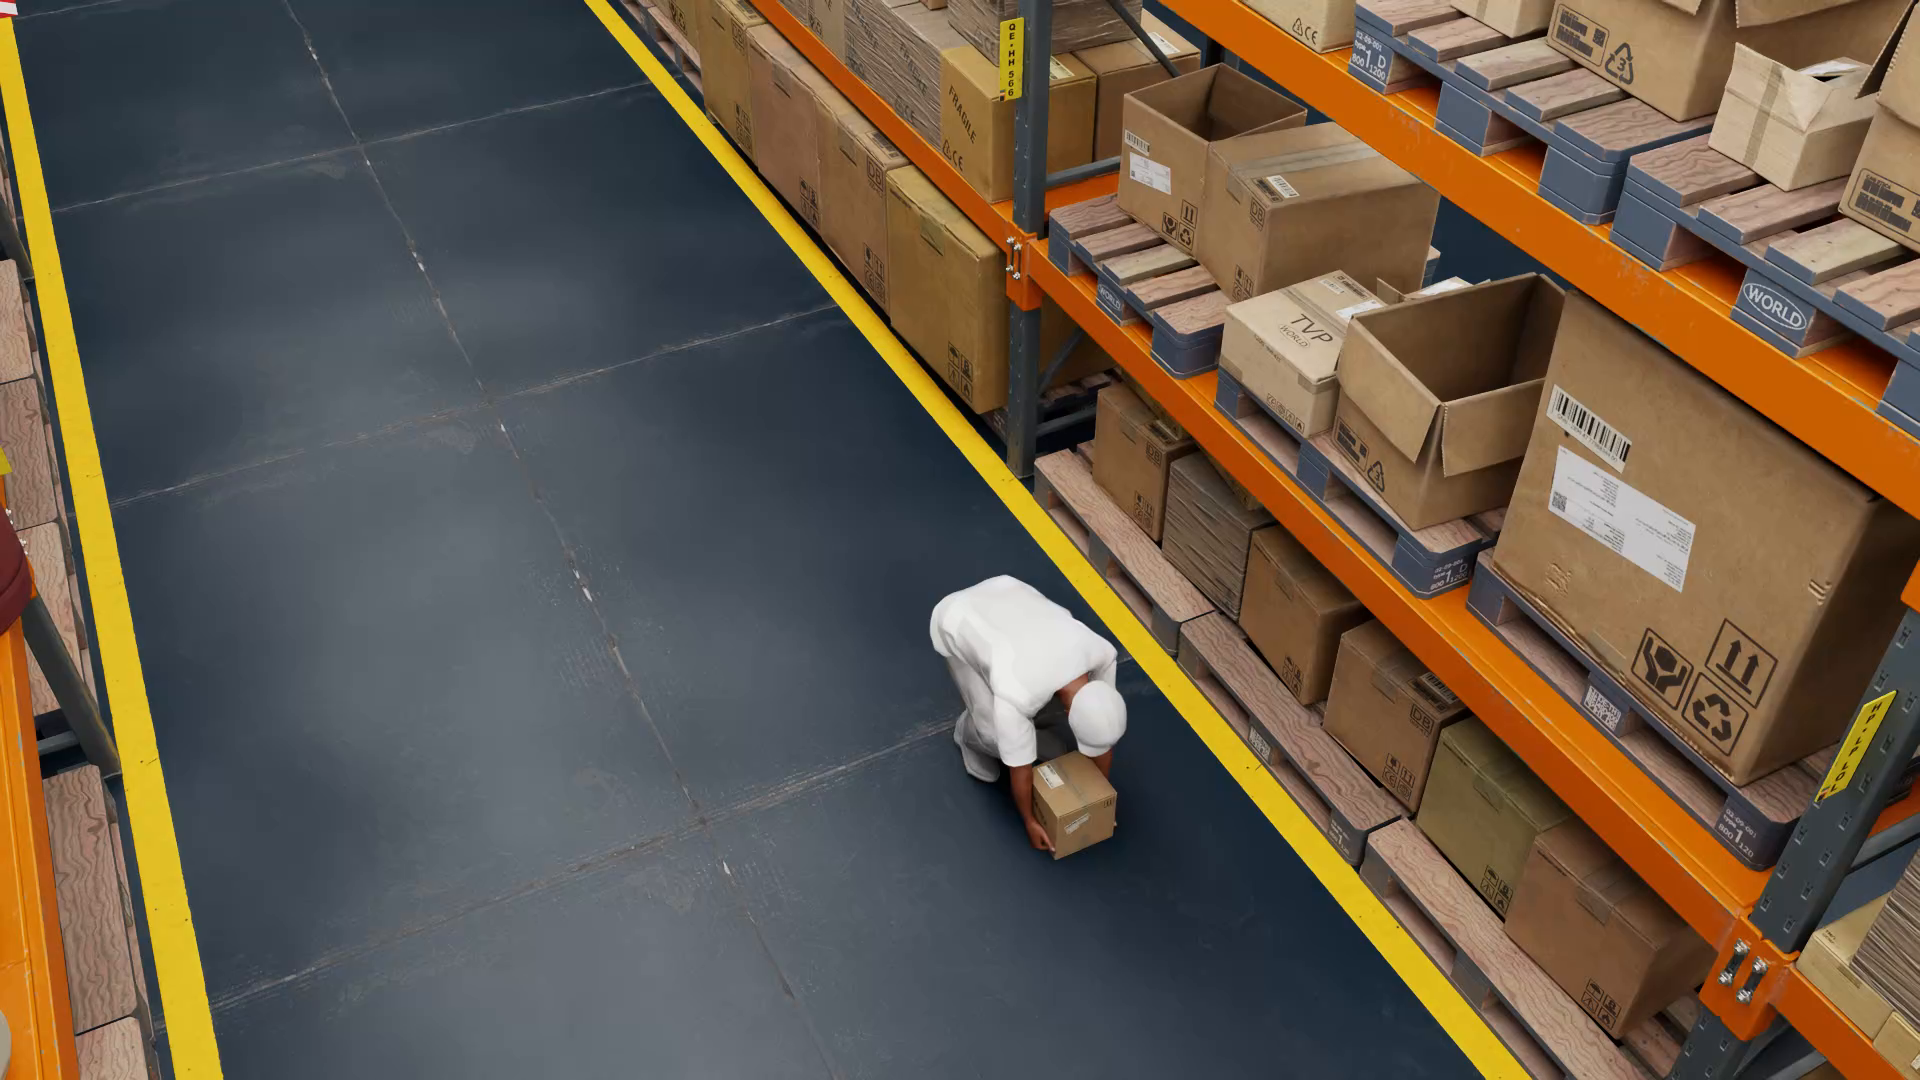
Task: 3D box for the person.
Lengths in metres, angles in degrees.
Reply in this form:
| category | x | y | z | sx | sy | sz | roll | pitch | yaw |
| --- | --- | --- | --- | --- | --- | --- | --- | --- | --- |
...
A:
| category | x | y | z | sx | sy | sz | roll | pitch | yaw |
| --- | --- | --- | --- | --- | --- | --- | --- | --- | --- |
| person | 0.285 | 0.605 | 6.196 | 0.526 | 0.818 | 0.970 | -20 | 45 | -21 |
